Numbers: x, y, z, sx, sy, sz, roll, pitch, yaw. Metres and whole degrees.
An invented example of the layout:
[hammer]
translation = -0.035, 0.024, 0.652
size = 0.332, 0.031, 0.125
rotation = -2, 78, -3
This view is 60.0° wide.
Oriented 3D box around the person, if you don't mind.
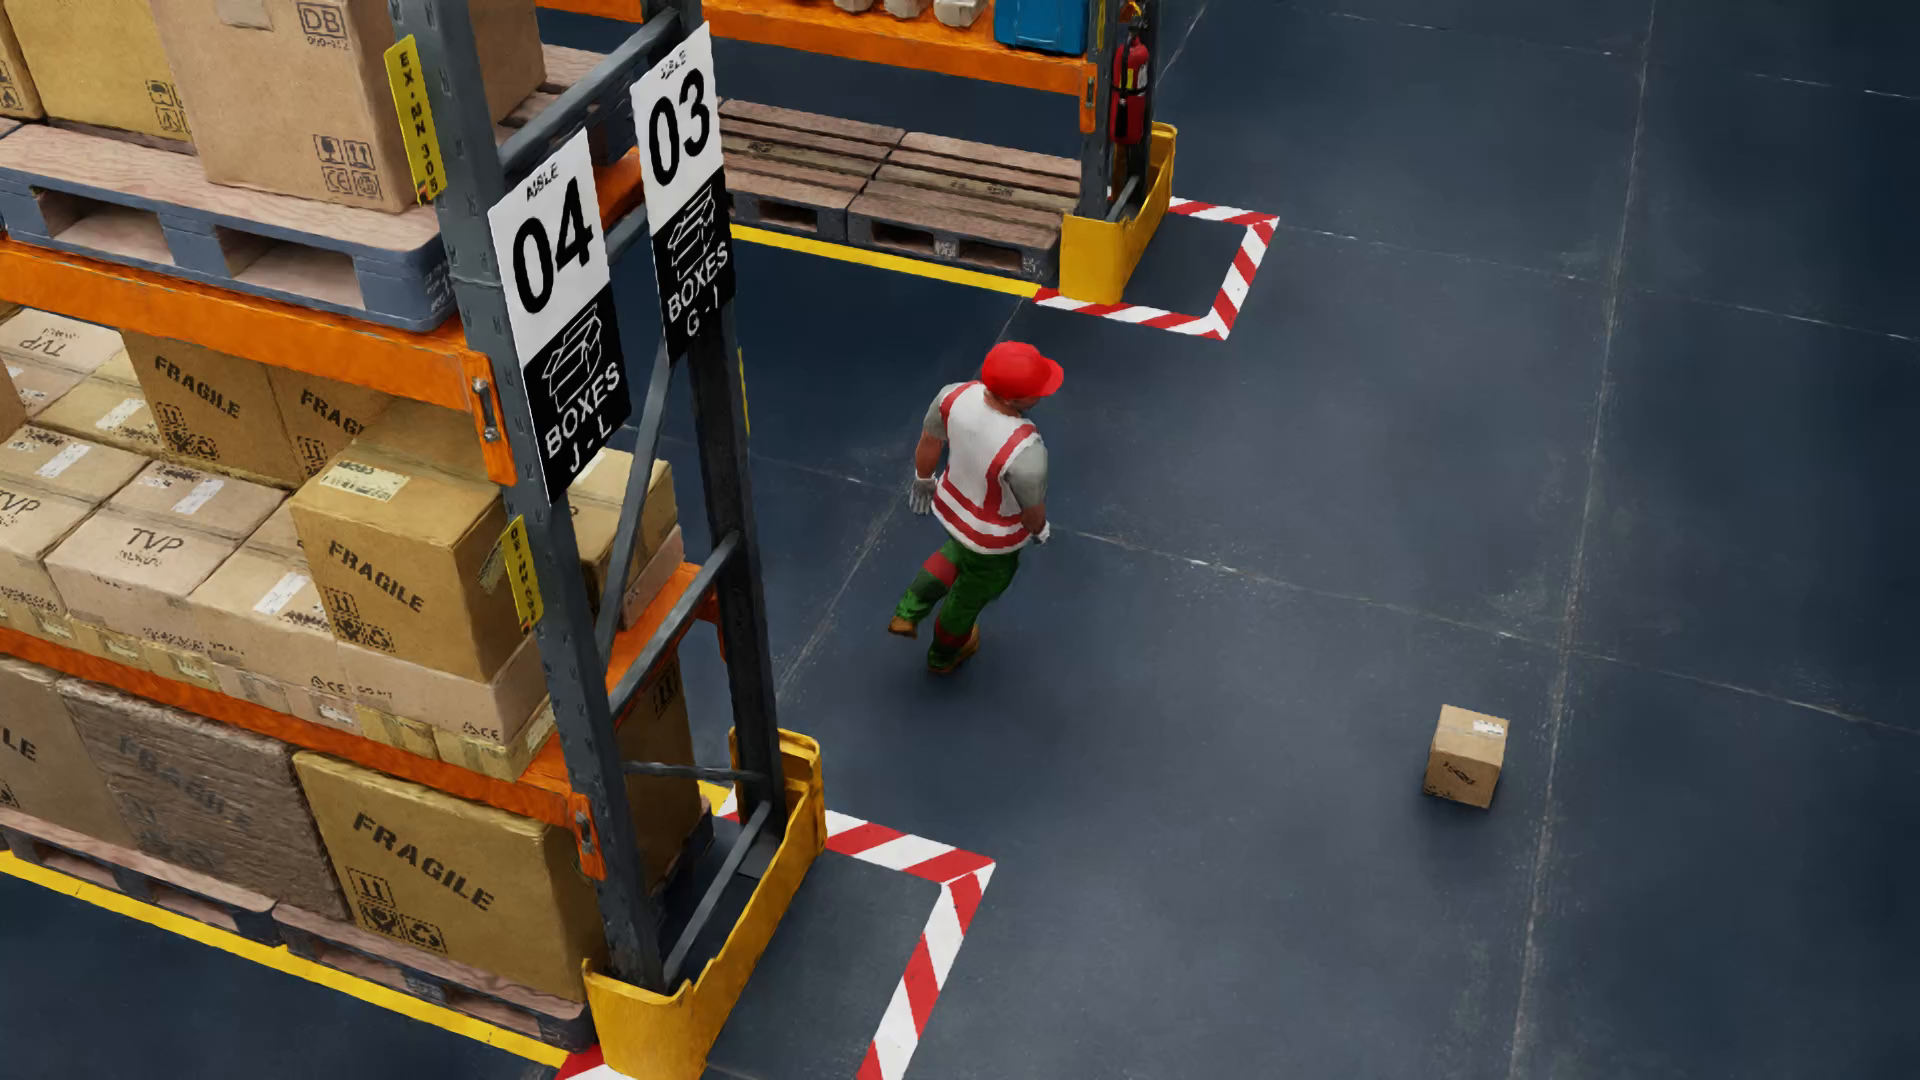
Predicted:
[person]
translation = 0.068, -0.086, 6.248
size = 0.515, 1.748, 0.717
rotation = -30, 49, -30
